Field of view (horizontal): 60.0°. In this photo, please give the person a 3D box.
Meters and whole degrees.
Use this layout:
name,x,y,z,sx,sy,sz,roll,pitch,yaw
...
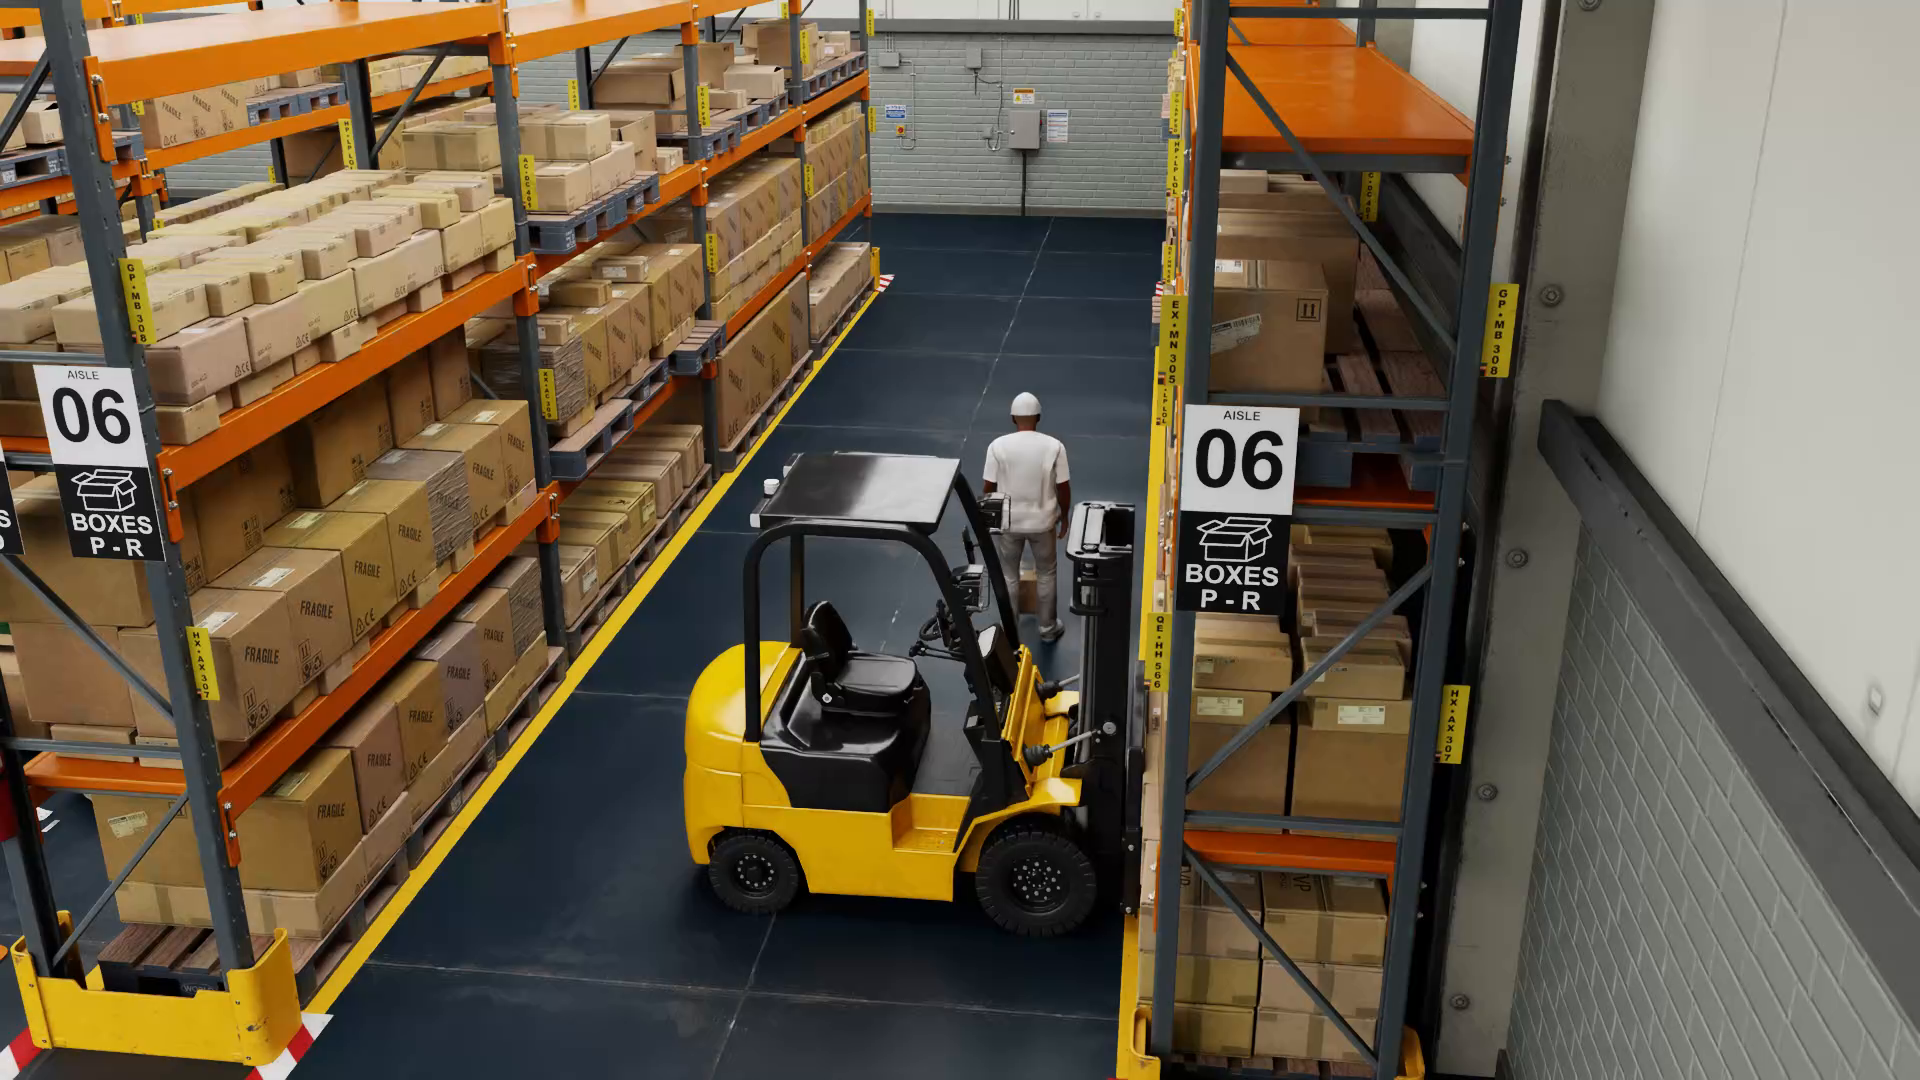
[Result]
name,x,y,z,sx,sy,sz,roll,pitch,yaw
person,0.458,-0.146,11.434,0.604,1.762,0.443,2,21,5
